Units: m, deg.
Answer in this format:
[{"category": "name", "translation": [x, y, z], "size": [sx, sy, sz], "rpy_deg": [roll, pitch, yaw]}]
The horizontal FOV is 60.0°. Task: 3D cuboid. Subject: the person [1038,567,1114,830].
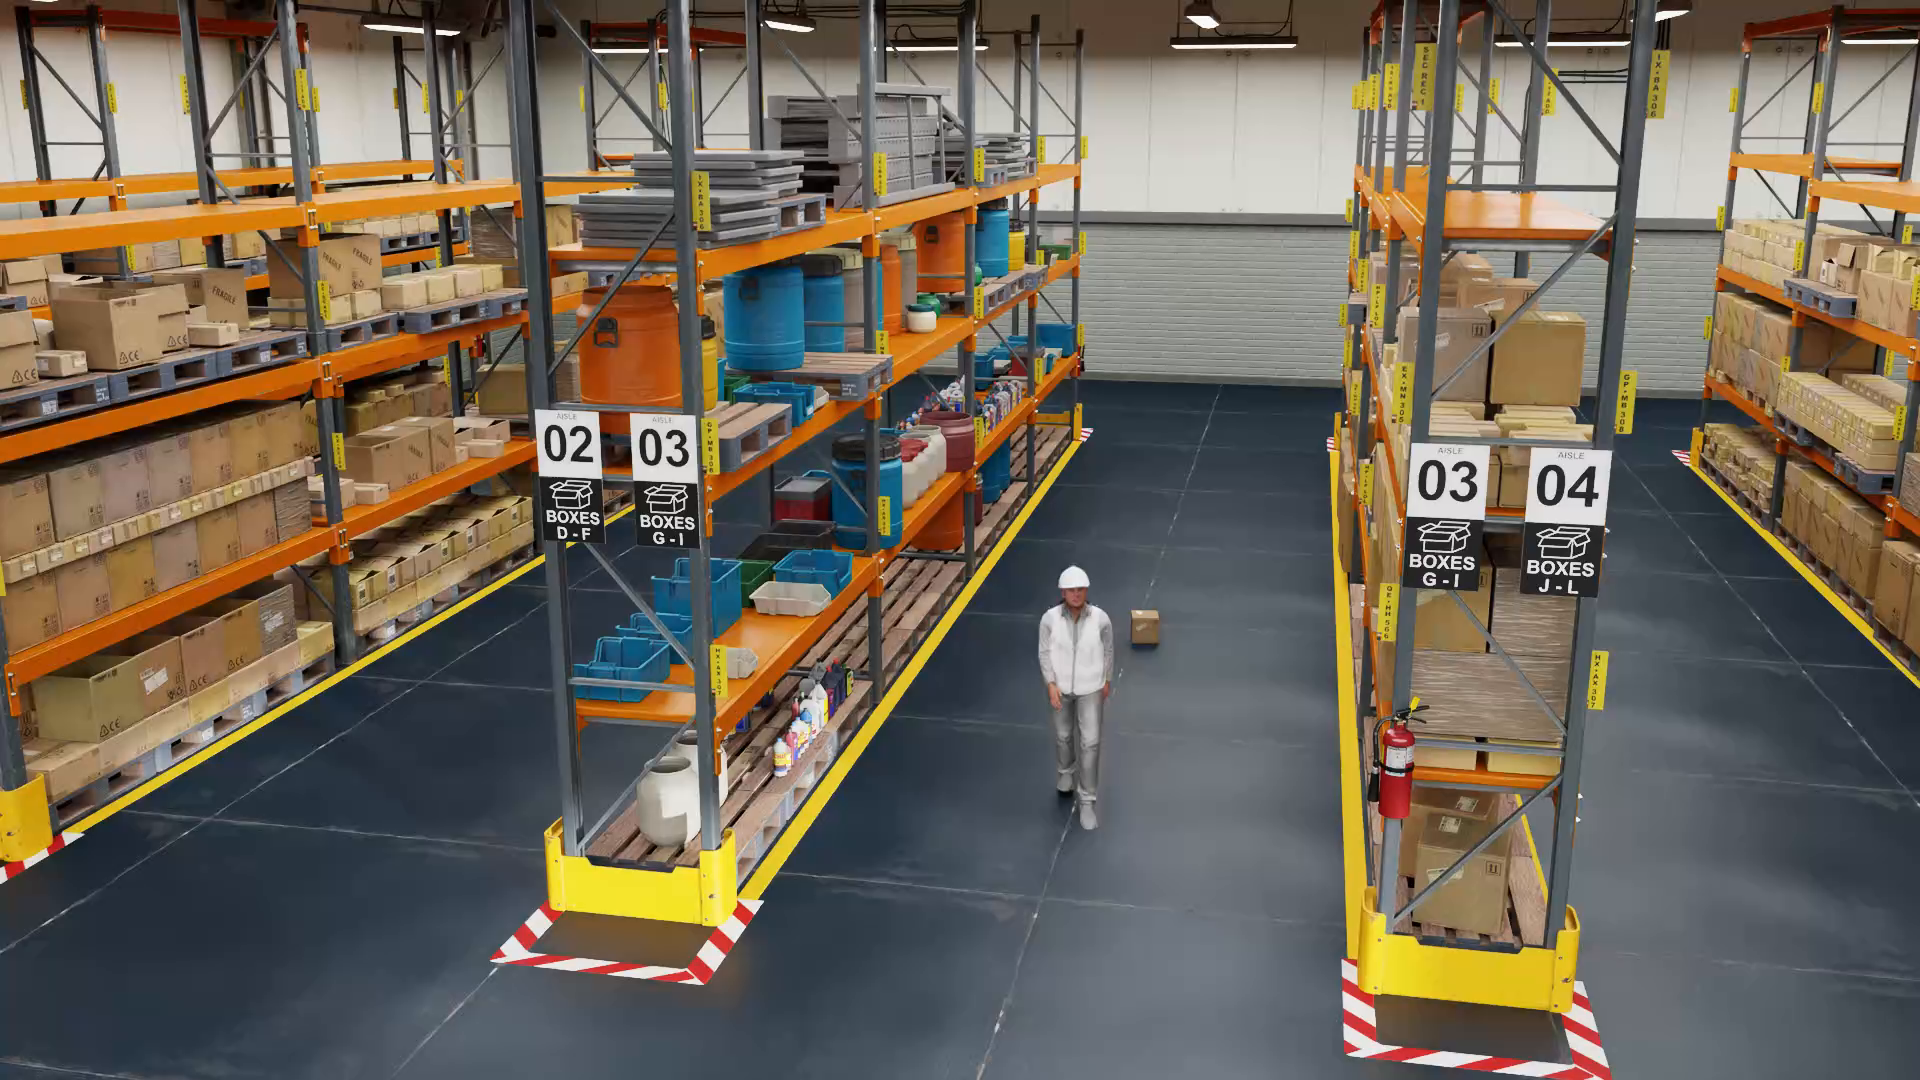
[{"category": "person", "translation": [0.819, 1.077, 11.847], "size": [0.533, 1.796, 0.849], "rpy_deg": [2, 15, 7]}]
